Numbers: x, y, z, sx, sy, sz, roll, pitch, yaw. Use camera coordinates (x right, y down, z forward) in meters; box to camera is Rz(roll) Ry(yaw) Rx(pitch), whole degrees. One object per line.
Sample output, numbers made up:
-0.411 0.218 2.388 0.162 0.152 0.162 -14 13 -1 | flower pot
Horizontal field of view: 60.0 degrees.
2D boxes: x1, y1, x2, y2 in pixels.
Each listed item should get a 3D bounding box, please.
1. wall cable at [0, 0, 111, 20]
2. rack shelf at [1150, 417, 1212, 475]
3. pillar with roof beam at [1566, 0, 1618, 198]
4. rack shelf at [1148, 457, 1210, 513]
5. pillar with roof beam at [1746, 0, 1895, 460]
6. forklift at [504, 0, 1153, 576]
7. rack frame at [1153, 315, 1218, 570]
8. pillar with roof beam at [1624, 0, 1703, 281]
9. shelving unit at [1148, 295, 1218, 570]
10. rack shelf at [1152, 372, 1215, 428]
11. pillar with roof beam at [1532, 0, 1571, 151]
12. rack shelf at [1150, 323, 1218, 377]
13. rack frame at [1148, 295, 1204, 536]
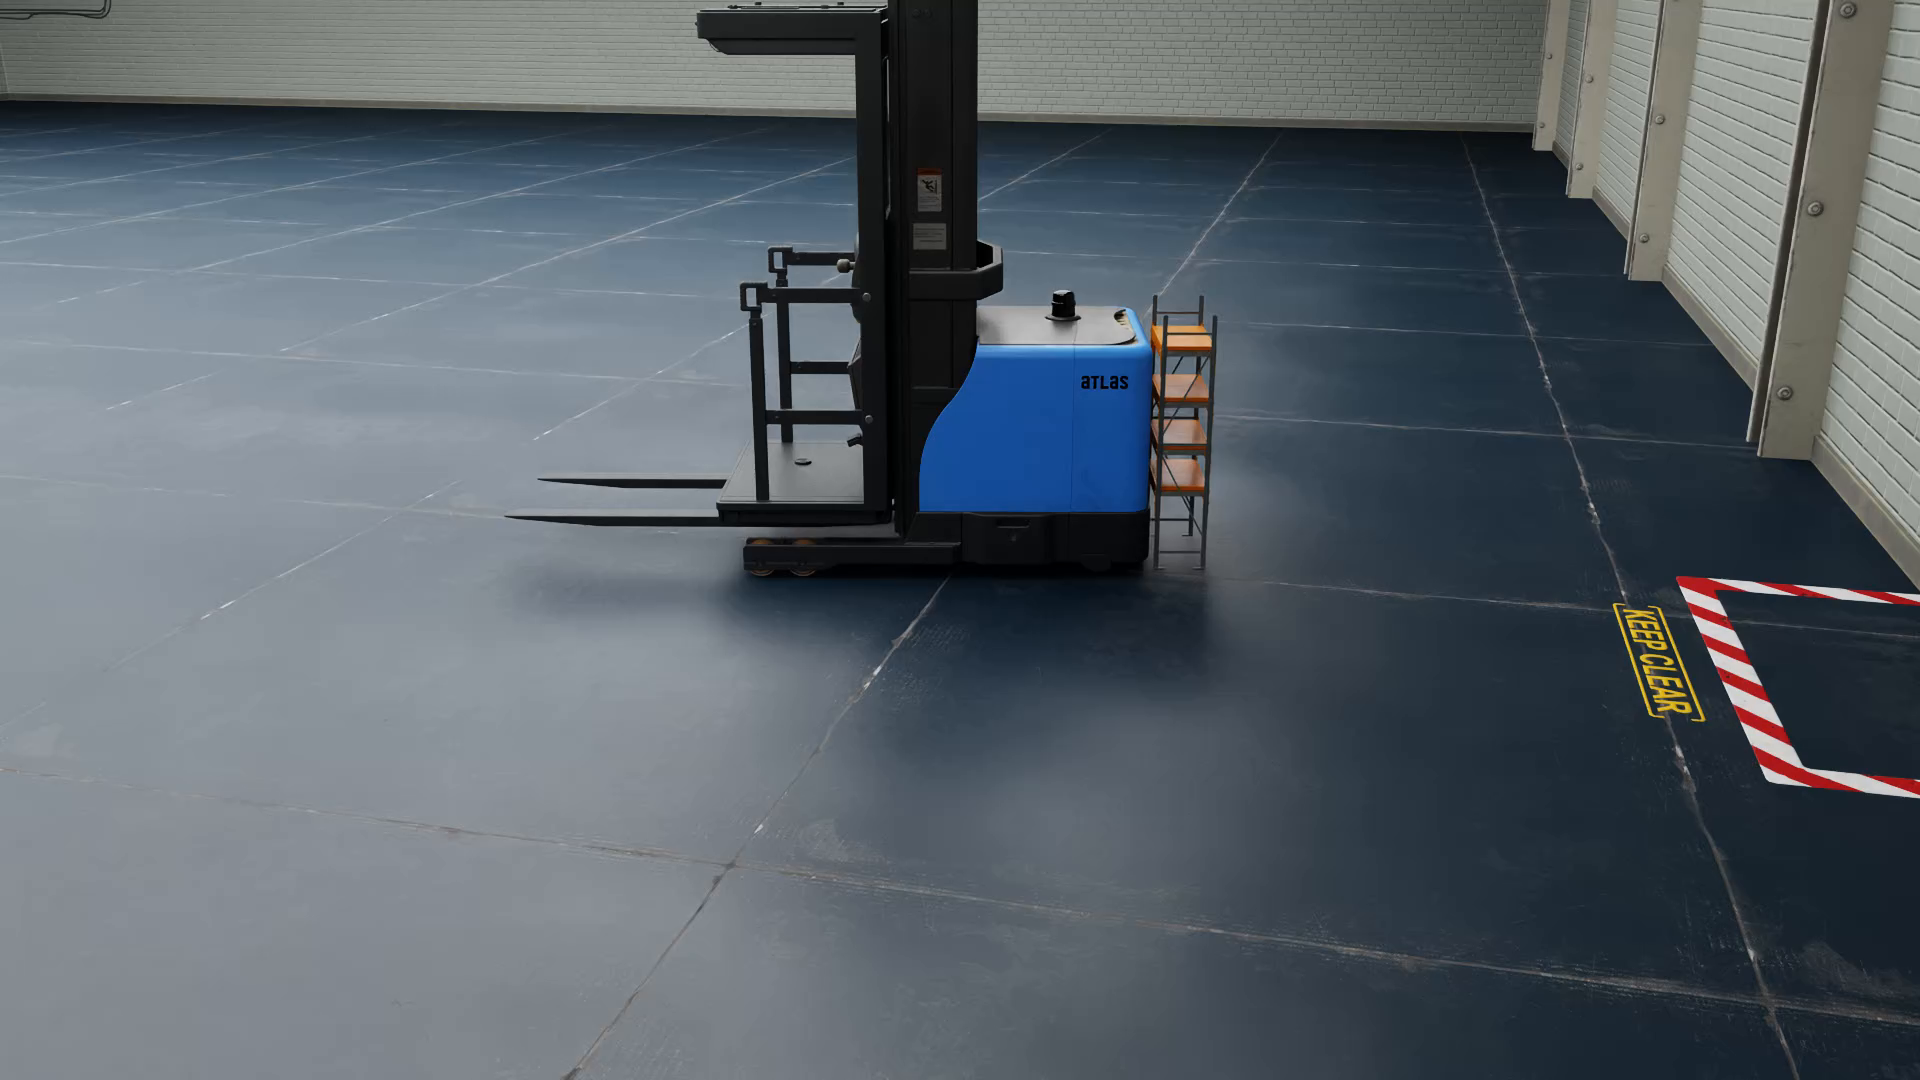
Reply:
-19.339 -12.267 34.983 3.097 2.526 0.112 5 19 13 | wall cable
1.030 -0.447 7.849 0.258 0.148 0.480 0 19 1 | rack shelf
3.564 -8.889 20.289 9.100 9.000 0.400 5 19 13 | pillar with roof beam
1.030 -0.259 7.913 0.258 0.148 0.480 0 19 1 | rack shelf
0.632 -5.128 9.278 9.100 9.000 0.400 5 19 13 | pillar with roof beam
-0.630 -1.390 7.723 3.031 2.935 1.130 0 19 1 | forklift
1.026 -0.432 7.596 0.240 1.200 0.015 0 19 1 | rack frame
2.098 -7.008 14.783 9.100 9.000 0.400 5 19 13 | pillar with roof beam
1.030 -0.511 7.827 0.258 1.200 0.503 0 19 1 | shelving unit
1.030 -0.659 7.777 0.258 0.148 0.480 0 19 1 | rack shelf
5.030 -10.769 25.795 9.100 9.000 0.400 5 19 13 | pillar with roof beam
1.030 -0.883 7.700 0.258 0.148 0.480 0 19 1 | rack shelf
1.033 -0.590 8.058 0.240 1.200 0.015 0 19 1 | rack frame
